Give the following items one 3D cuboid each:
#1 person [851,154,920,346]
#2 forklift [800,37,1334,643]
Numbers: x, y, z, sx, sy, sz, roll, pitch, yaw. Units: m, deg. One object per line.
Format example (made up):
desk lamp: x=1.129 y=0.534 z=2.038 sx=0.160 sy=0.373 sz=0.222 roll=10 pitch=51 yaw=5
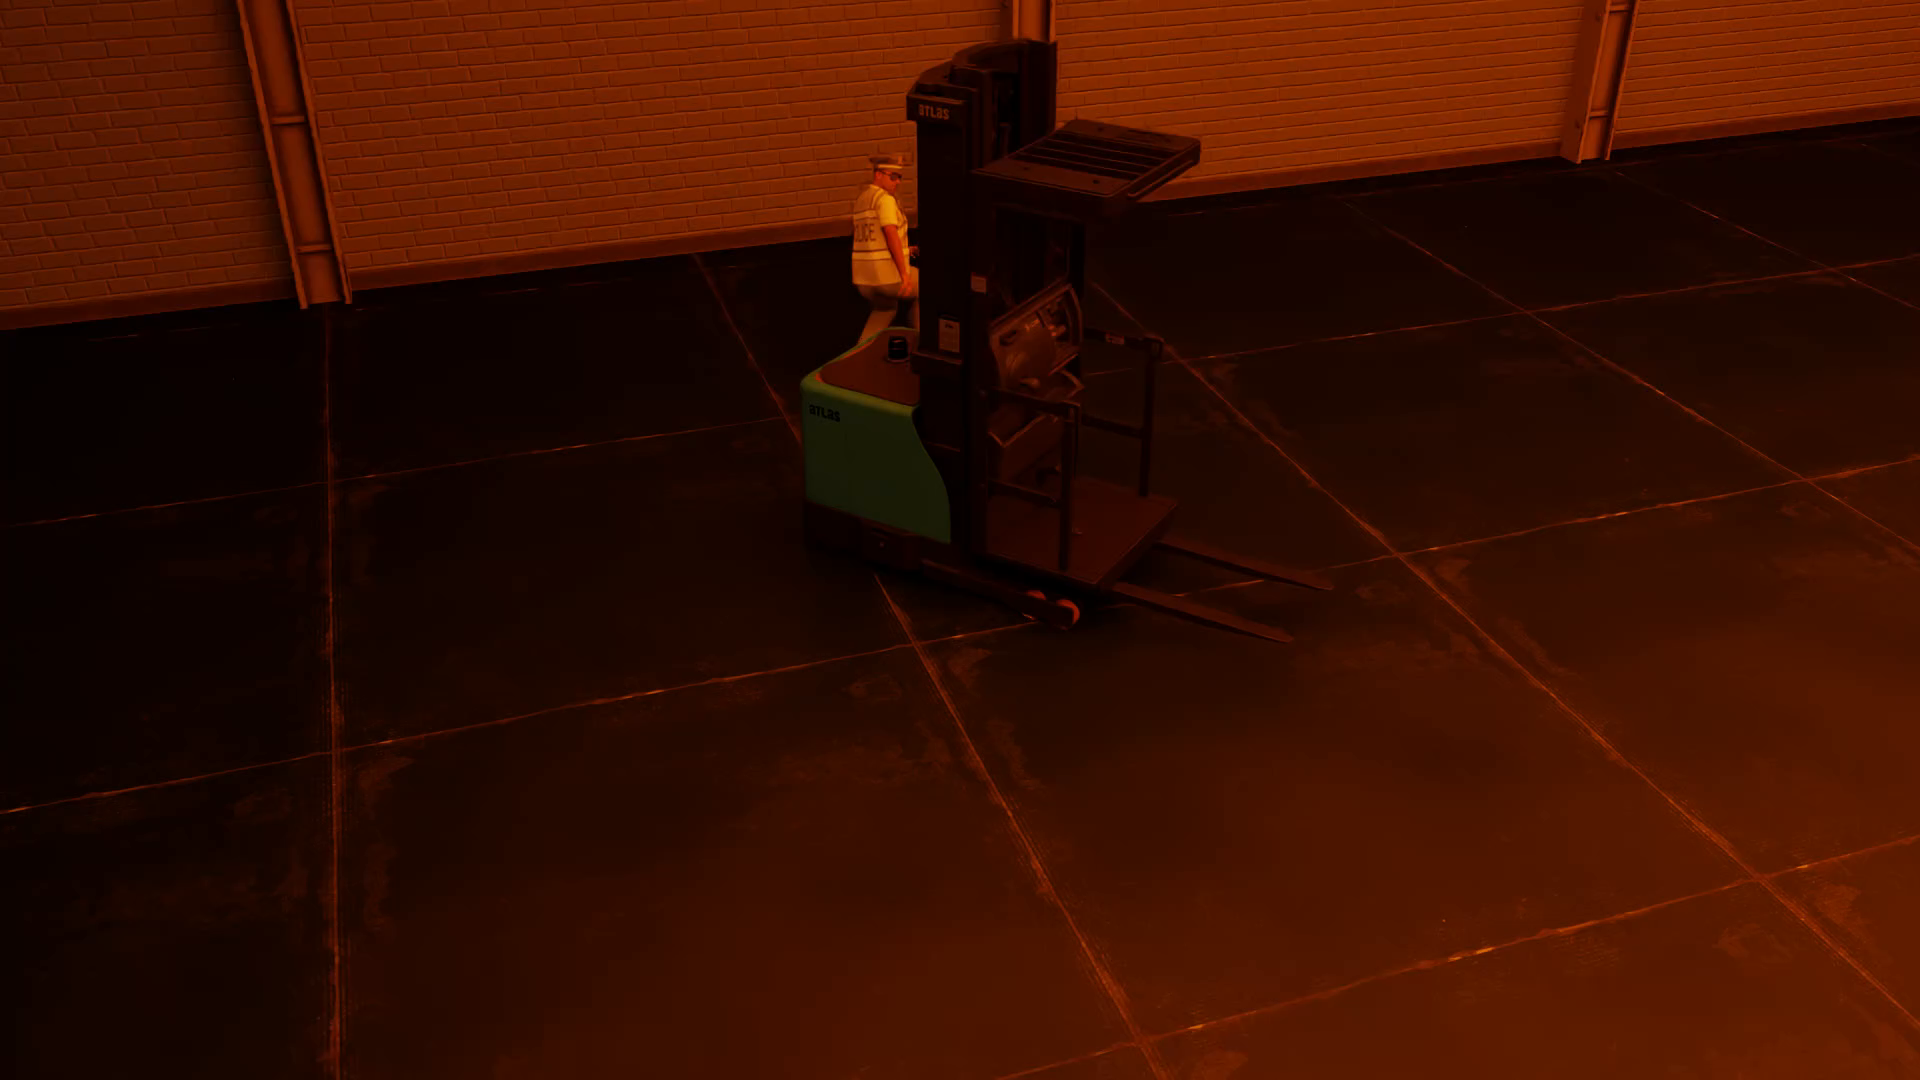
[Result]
person: x=-0.432 y=-1.974 z=11.915 sx=0.773 sy=1.570 sz=0.777 roll=23 pitch=37 yaw=35
forklift: x=0.596 y=-1.079 z=8.962 sx=3.031 sy=2.935 sz=1.130 roll=17 pitch=34 yaw=27
